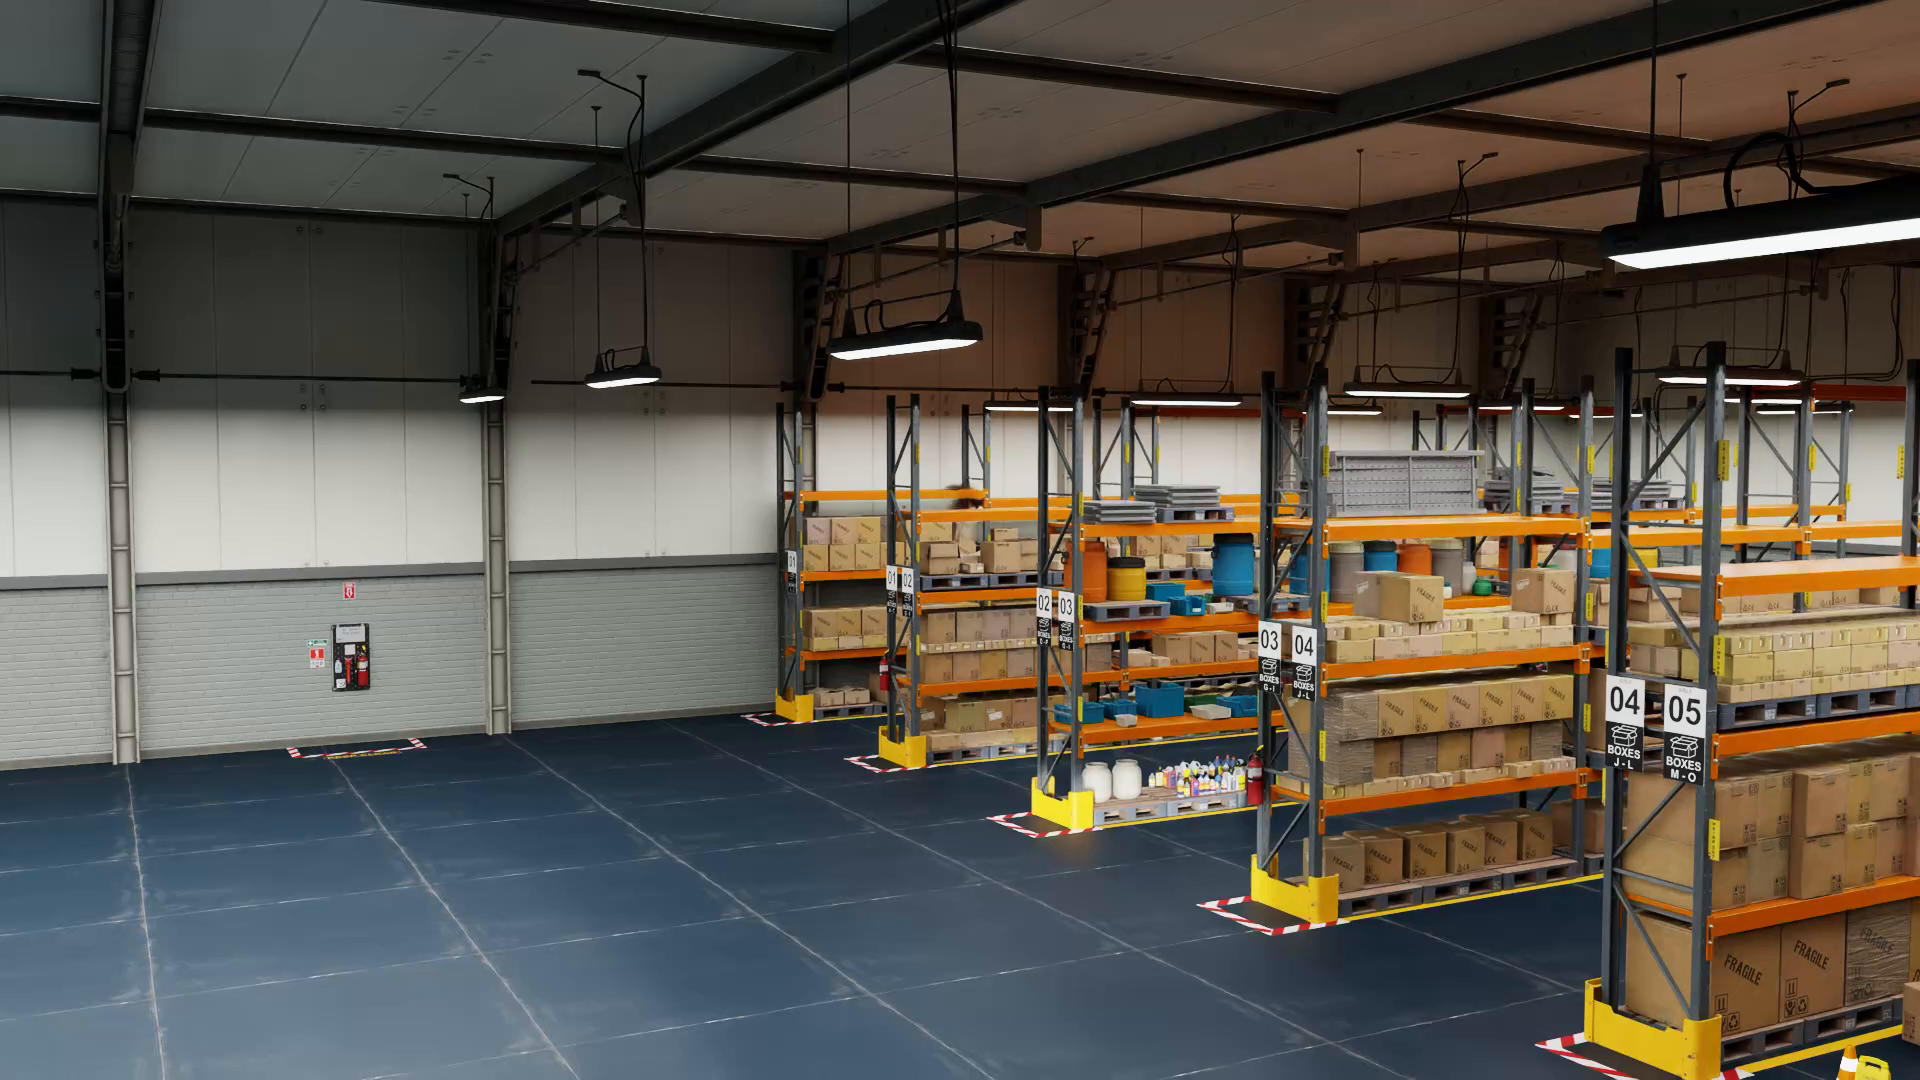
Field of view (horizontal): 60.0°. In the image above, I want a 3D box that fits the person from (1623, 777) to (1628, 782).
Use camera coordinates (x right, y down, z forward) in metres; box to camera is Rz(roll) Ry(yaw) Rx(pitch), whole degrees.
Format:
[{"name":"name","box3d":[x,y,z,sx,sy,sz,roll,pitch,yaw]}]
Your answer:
[{"name":"person","box3d":[10.564,2.863,25.340,1.058,1.717,0.507,-2,4,-28]}]
